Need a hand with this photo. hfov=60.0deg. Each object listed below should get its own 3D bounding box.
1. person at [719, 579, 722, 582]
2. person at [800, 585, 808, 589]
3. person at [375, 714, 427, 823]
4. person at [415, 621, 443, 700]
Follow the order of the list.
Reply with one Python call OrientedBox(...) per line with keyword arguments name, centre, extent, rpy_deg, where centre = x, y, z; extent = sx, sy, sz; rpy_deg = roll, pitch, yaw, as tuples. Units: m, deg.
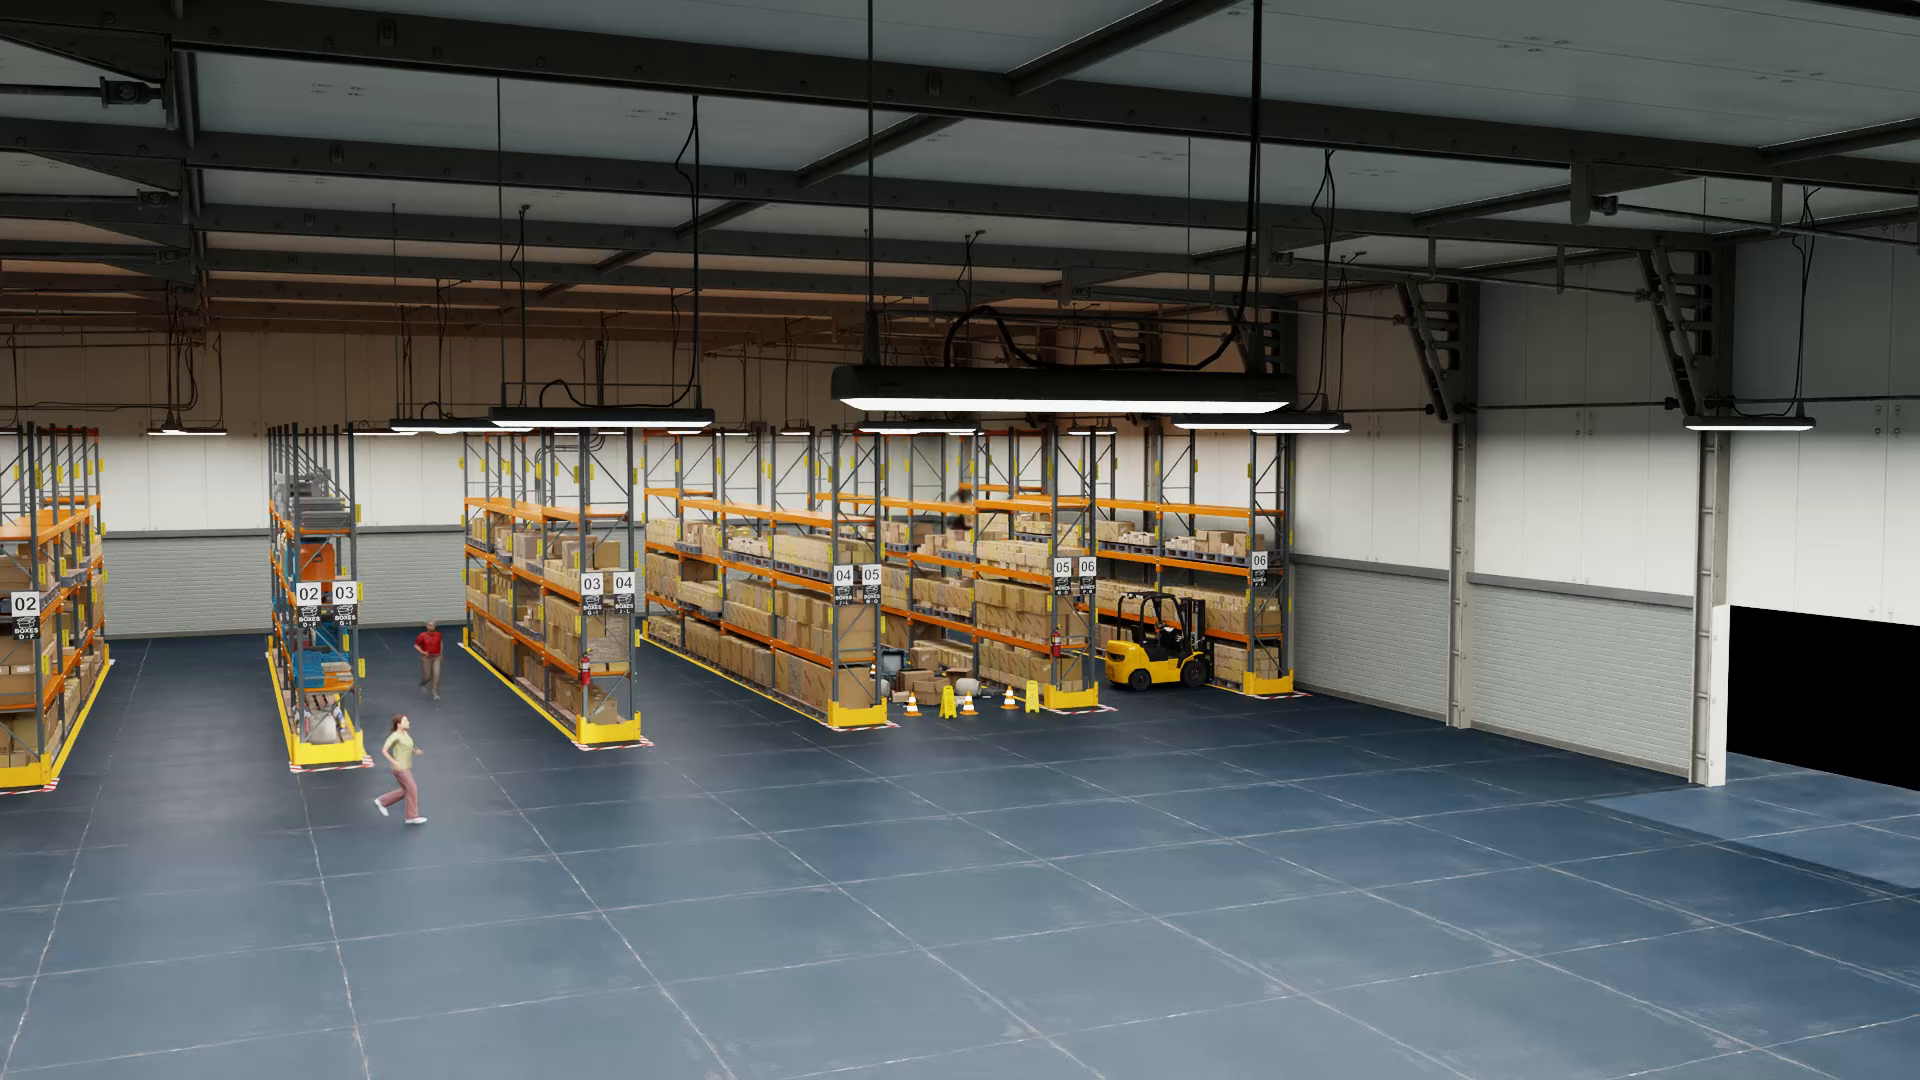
OrientedBox(name="person", centre=(-6.970, 1.912, 48.349), extent=(0.647, 1.732, 0.678), rpy_deg=(-3, 4, -38))
OrientedBox(name="person", centre=(-4.730, 1.754, 51.184), extent=(0.728, 1.714, 0.787), rpy_deg=(0, 4, 7))
OrientedBox(name="person", centre=(-8.322, 3.387, 24.652), extent=(0.780, 1.639, 0.581), rpy_deg=(0, 3, 2))
OrientedBox(name="person", centre=(-11.678, 2.640, 36.646), extent=(0.666, 1.721, 0.841), rpy_deg=(-3, 4, -36))
